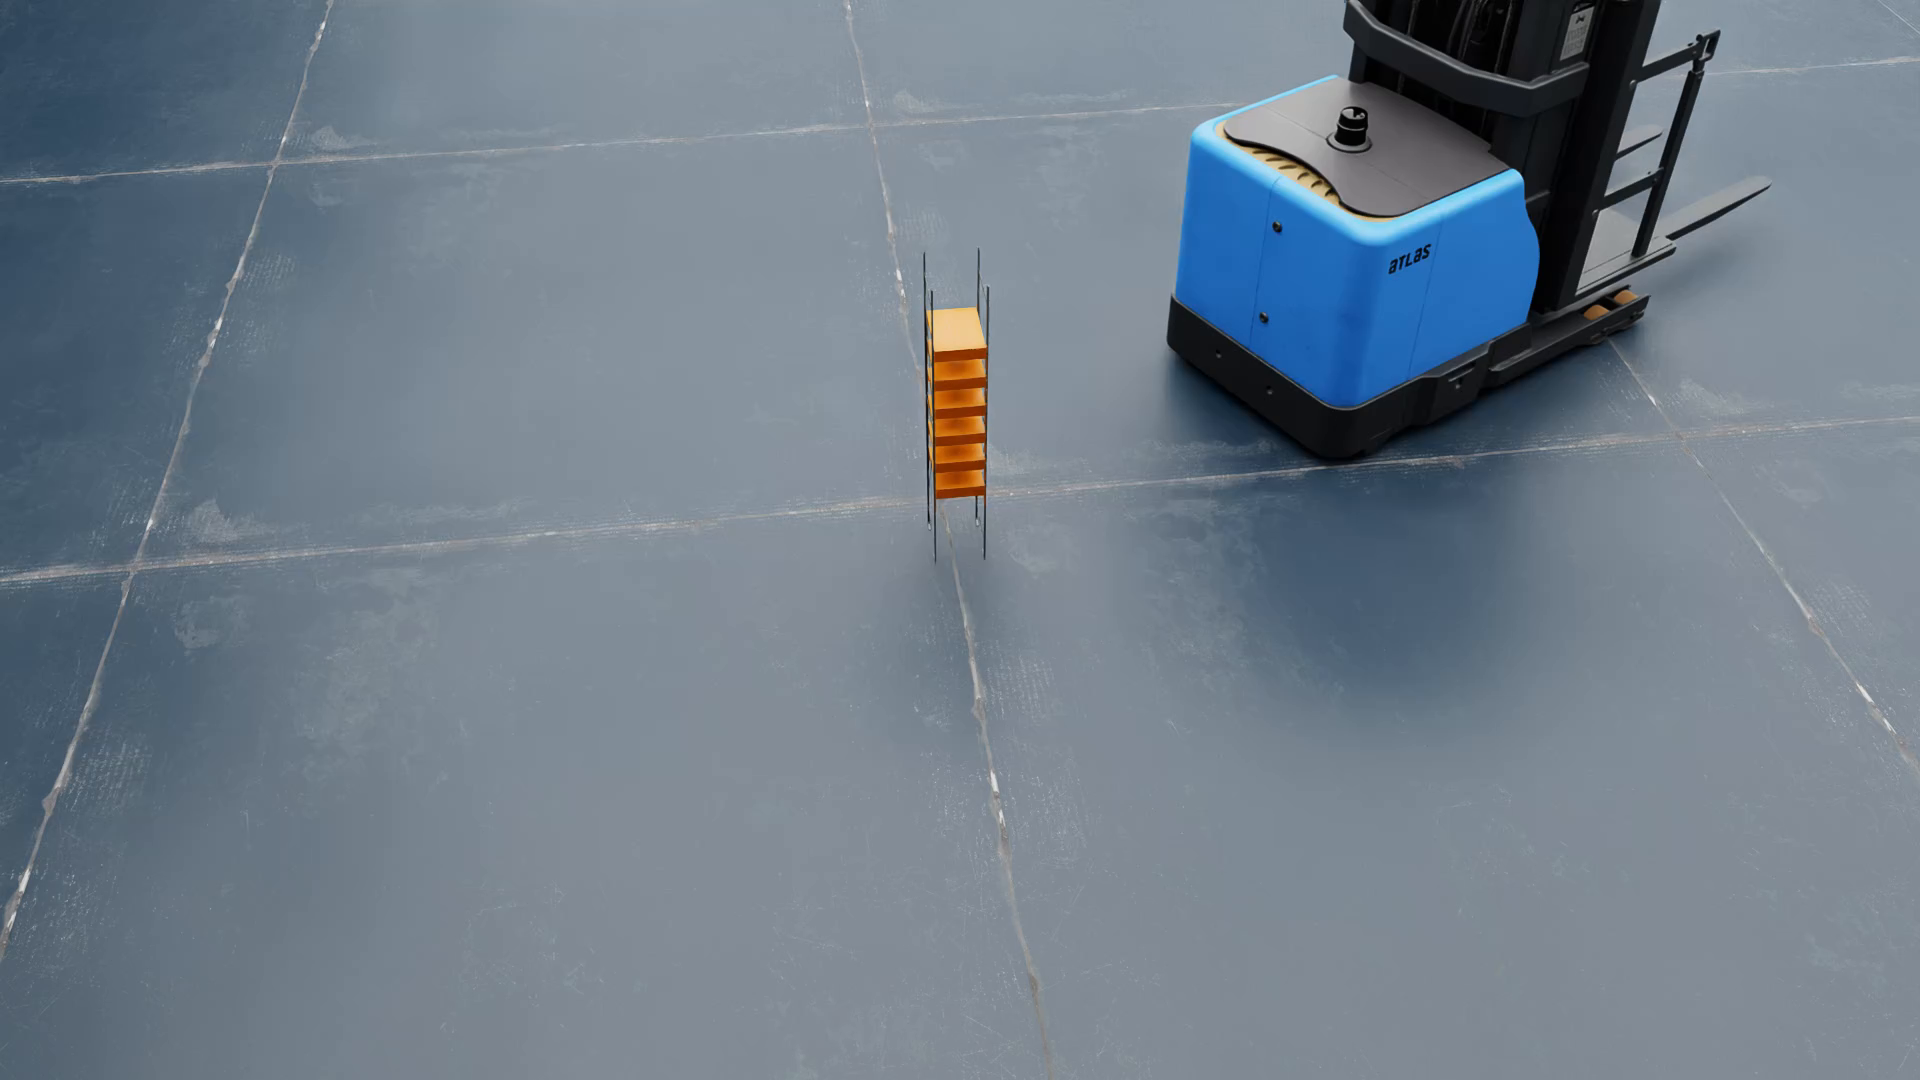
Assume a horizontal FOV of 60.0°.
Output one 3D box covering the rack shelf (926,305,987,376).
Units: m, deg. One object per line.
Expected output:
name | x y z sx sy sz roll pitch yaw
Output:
rack shelf | -0.014 -0.679 5.635 0.180 0.103 0.258 -5 42 -6

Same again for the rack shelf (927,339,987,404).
rack shelf | -0.014 -0.589 5.716 0.180 0.103 0.258 -5 42 -6

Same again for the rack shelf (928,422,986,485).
rack shelf | -0.014 -0.322 5.957 0.180 0.103 0.258 -5 42 -6

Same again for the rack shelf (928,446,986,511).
rack shelf | -0.014 -0.233 6.037 0.180 0.103 0.258 -5 42 -6

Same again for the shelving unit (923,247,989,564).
shelving unit | -0.014 -0.444 5.847 0.189 1.200 0.258 -5 42 -6

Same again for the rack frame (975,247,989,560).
rack frame | 0.076 -0.452 5.856 0.006 1.200 0.240 -5 42 -6

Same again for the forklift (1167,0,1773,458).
forklift | 2.377 -2.198 6.499 3.031 2.935 1.130 -25 48 -25

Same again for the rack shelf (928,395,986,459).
rack shelf | -0.014 -0.411 5.876 0.180 0.103 0.258 -5 42 -6

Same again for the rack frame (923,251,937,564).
rack frame | -0.105 -0.436 5.838 0.006 1.200 0.240 -5 42 -6

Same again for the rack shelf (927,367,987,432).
rack shelf | -0.014 -0.500 5.796 0.180 0.103 0.258 -5 42 -6
